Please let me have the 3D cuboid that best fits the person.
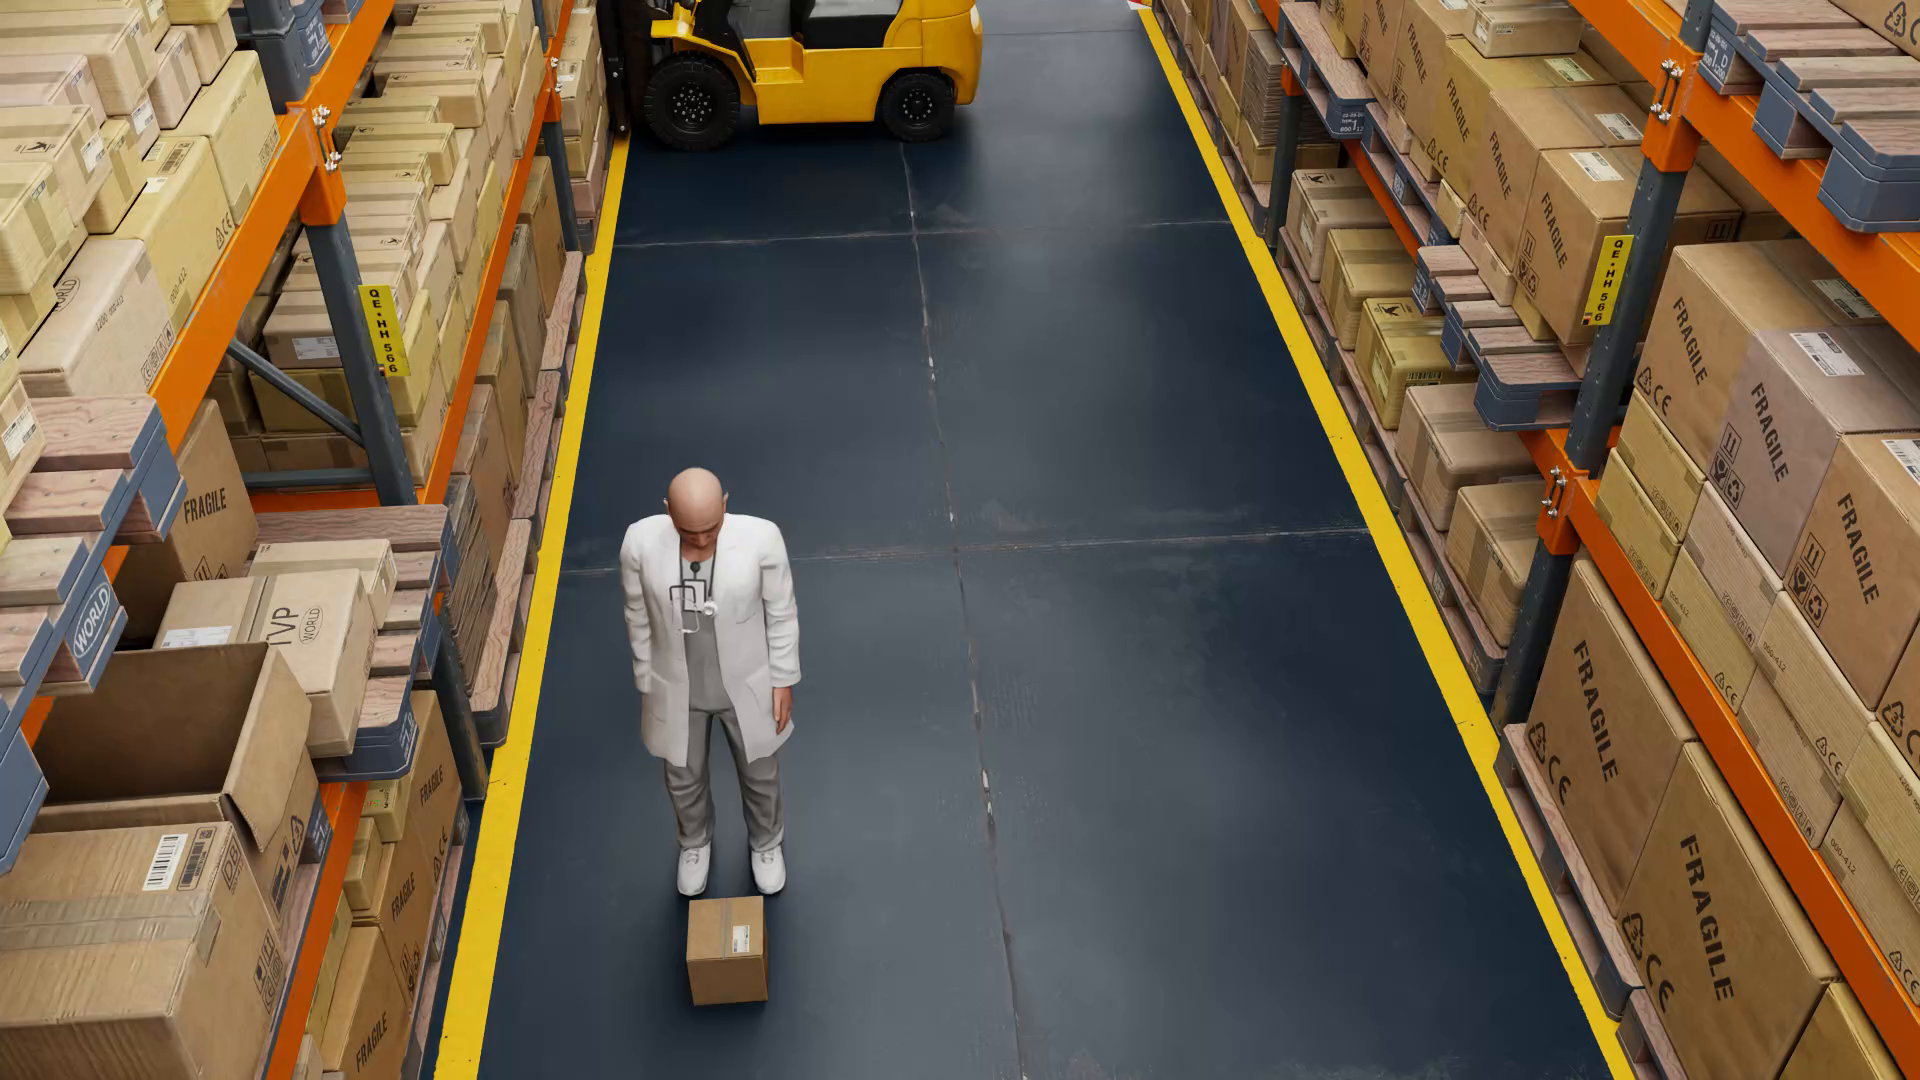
[{"bbox_3d":[-0.809,0.489,5.569,0.565,1.771,0.380,-2,39,-2],"label":"person"}]
